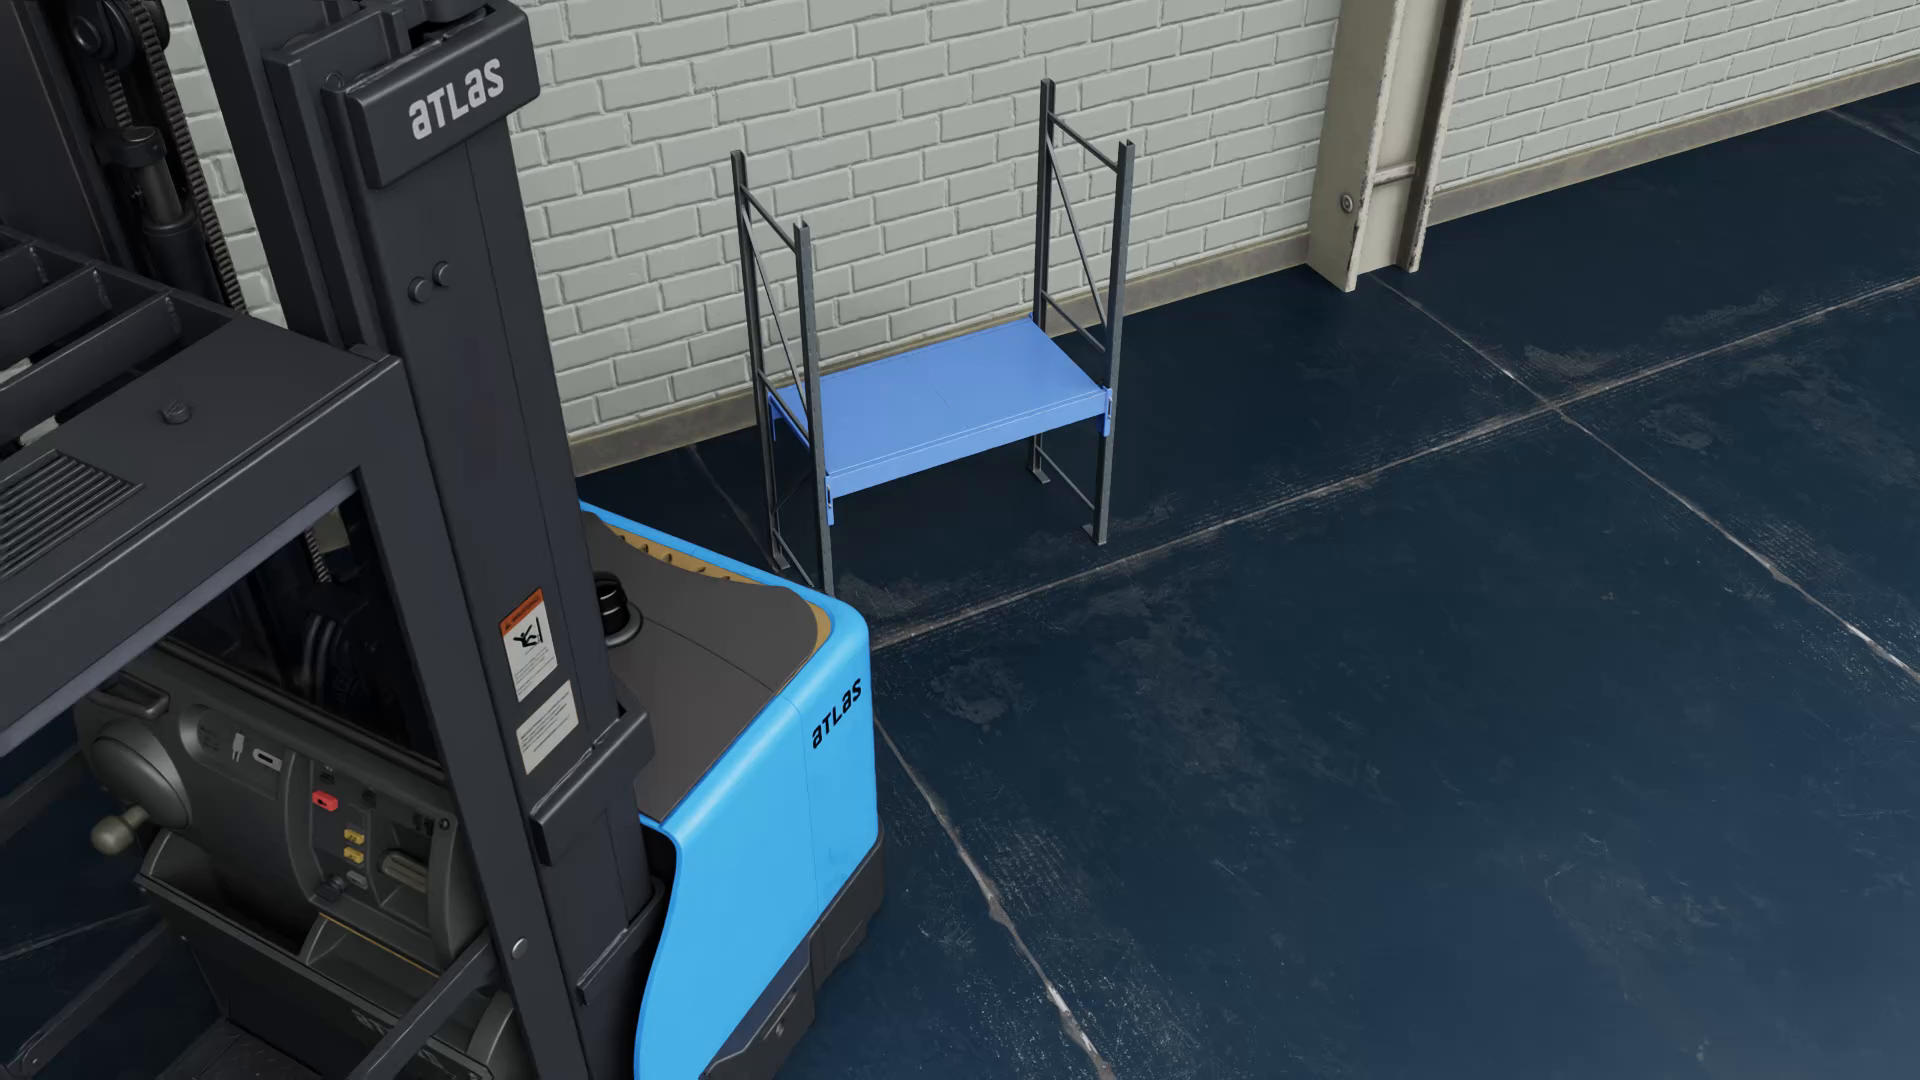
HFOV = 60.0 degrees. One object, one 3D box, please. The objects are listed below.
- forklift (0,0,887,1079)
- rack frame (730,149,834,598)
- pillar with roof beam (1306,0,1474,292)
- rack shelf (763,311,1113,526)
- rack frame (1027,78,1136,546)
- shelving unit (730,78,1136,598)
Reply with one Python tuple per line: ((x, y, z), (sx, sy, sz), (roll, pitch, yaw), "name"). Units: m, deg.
((-1.354, 0.548, 2.834), (1.130, 2.935, 3.031), (20, 44, 22), "forklift")
((-0.527, -0.395, 5.056), (0.032, 1.500, 0.500), (-19, 44, -21), "rack frame")
((3.708, -2.153, 1.329), (0.400, 9.000, 9.100), (-19, 44, -21), "pillar with roof beam")
((-0.076, -0.410, 5.352), (1.000, 0.185, 0.538), (-19, 44, -21), "rack shelf")
((0.375, -0.699, 5.415), (0.032, 1.500, 0.500), (-19, 44, -21), "rack frame")
((-0.076, -0.547, 5.235), (1.048, 1.500, 0.538), (-19, 44, -21), "shelving unit")
